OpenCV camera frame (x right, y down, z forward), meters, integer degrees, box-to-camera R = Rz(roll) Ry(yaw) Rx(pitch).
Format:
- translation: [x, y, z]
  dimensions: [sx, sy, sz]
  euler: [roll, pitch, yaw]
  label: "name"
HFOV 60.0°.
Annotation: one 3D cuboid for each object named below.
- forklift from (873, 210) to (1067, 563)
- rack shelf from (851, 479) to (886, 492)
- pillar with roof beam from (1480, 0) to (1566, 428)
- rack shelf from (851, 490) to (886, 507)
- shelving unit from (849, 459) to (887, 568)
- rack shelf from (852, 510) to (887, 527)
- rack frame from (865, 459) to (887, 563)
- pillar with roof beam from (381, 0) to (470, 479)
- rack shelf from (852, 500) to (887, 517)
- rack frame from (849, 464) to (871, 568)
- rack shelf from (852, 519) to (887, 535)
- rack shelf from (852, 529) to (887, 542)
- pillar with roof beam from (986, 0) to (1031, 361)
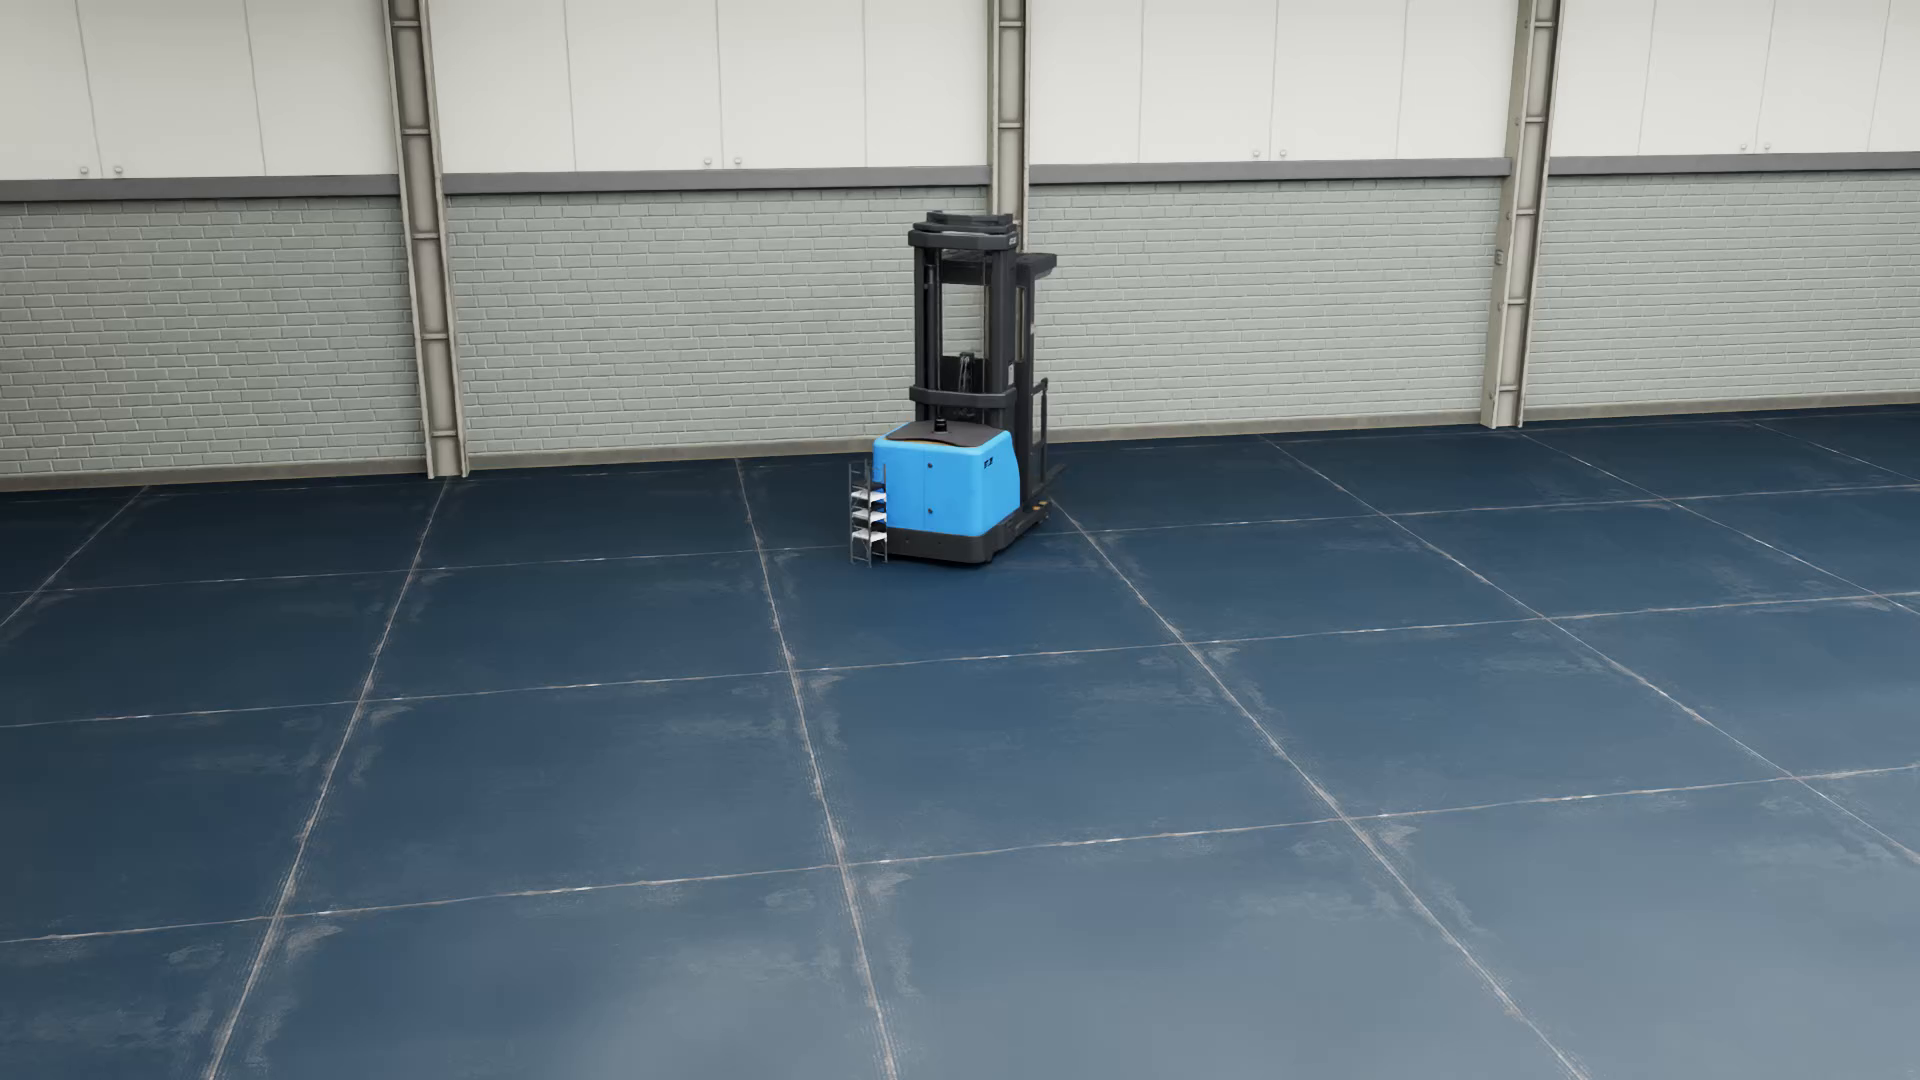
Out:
- translation: [0.235, -1.593, 15.443]
  dimensions: [1.130, 2.935, 3.031]
  euler: [7, 18, 20]
  label: "forklift"
- translation: [-0.800, -0.455, 14.392]
  dimensions: [0.258, 0.077, 0.200]
  euler: [14, 22, 38]
  label: "rack shelf"
- translation: [7.218, -4.425, 14.329]
  dimensions: [0.400, 9.000, 9.100]
  euler: [-3, 17, -10]
  label: "pillar with roof beam"
- translation: [-0.800, -0.369, 14.419]
  dimensions: [0.258, 0.077, 0.200]
  euler: [14, 22, 38]
  label: "rack shelf"
- translation: [-0.800, -0.229, 14.462]
  dimensions: [0.258, 0.900, 0.210]
  euler: [14, 22, 38]
  label: "shelving unit"
- translation: [-0.800, -0.197, 14.472]
  dimensions: [0.258, 0.077, 0.200]
  euler: [14, 22, 38]
  label: "rack shelf"
- translation: [-0.735, -0.251, 14.536]
  dimensions: [0.240, 0.900, 0.006]
  euler: [14, 22, 38]
  label: "rack frame"
- translation: [-4.564, -3.756, 12.153]
  dimensions: [0.400, 9.000, 9.100]
  euler: [-3, 17, -10]
  label: "pillar with roof beam"
- translation: [-0.800, -0.283, 14.445]
  dimensions: [0.258, 0.077, 0.200]
  euler: [14, 22, 38]
  label: "rack shelf"
- translation: [-0.866, -0.206, 14.387]
  dimensions: [0.240, 0.900, 0.006]
  euler: [14, 22, 38]
  label: "rack frame"
- translation: [-0.800, -0.111, 14.498]
  dimensions: [0.258, 0.077, 0.200]
  euler: [14, 22, 38]
  label: "rack shelf"
- translation: [-0.800, -0.025, 14.524]
  dimensions: [0.258, 0.077, 0.200]
  euler: [14, 22, 38]
  label: "rack shelf"
- translation: [1.327, -4.090, 13.241]
  dimensions: [0.400, 9.000, 9.100]
  euler: [-3, 17, -10]
  label: "pillar with roof beam"
